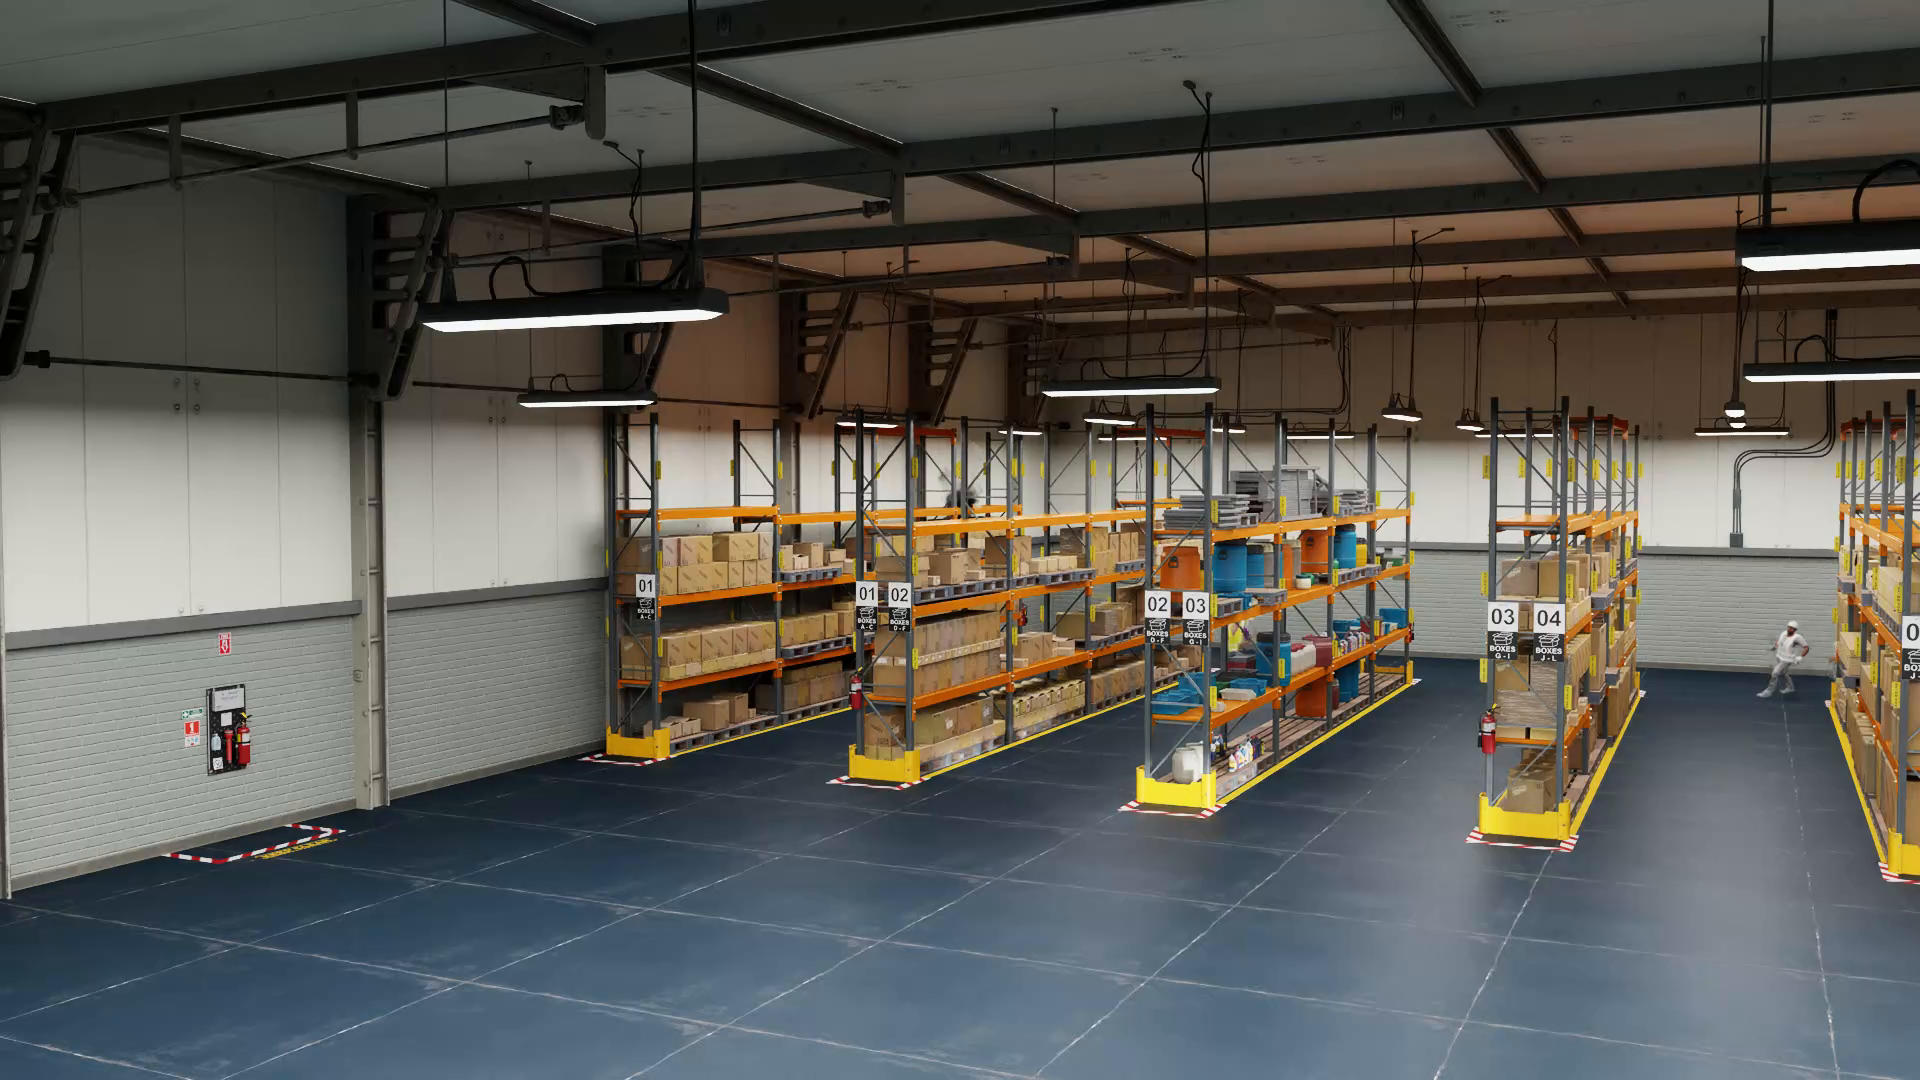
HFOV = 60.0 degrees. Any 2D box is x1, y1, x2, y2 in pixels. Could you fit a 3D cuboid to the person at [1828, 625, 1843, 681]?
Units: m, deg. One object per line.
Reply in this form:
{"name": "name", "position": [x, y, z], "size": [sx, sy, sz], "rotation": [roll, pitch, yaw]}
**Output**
{"name": "person", "position": [19.206, 2.624, 36.227], "size": [0.548, 1.704, 0.734], "rotation": [1, 3, 17]}

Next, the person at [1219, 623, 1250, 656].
{"name": "person", "position": [6.244, 2.550, 37.946], "size": [0.709, 1.726, 0.591], "rotation": [1, 2, 14]}

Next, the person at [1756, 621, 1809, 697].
{"name": "person", "position": [17.987, 2.605, 36.460], "size": [0.957, 1.709, 0.839], "rotation": [0, 2, 11]}
